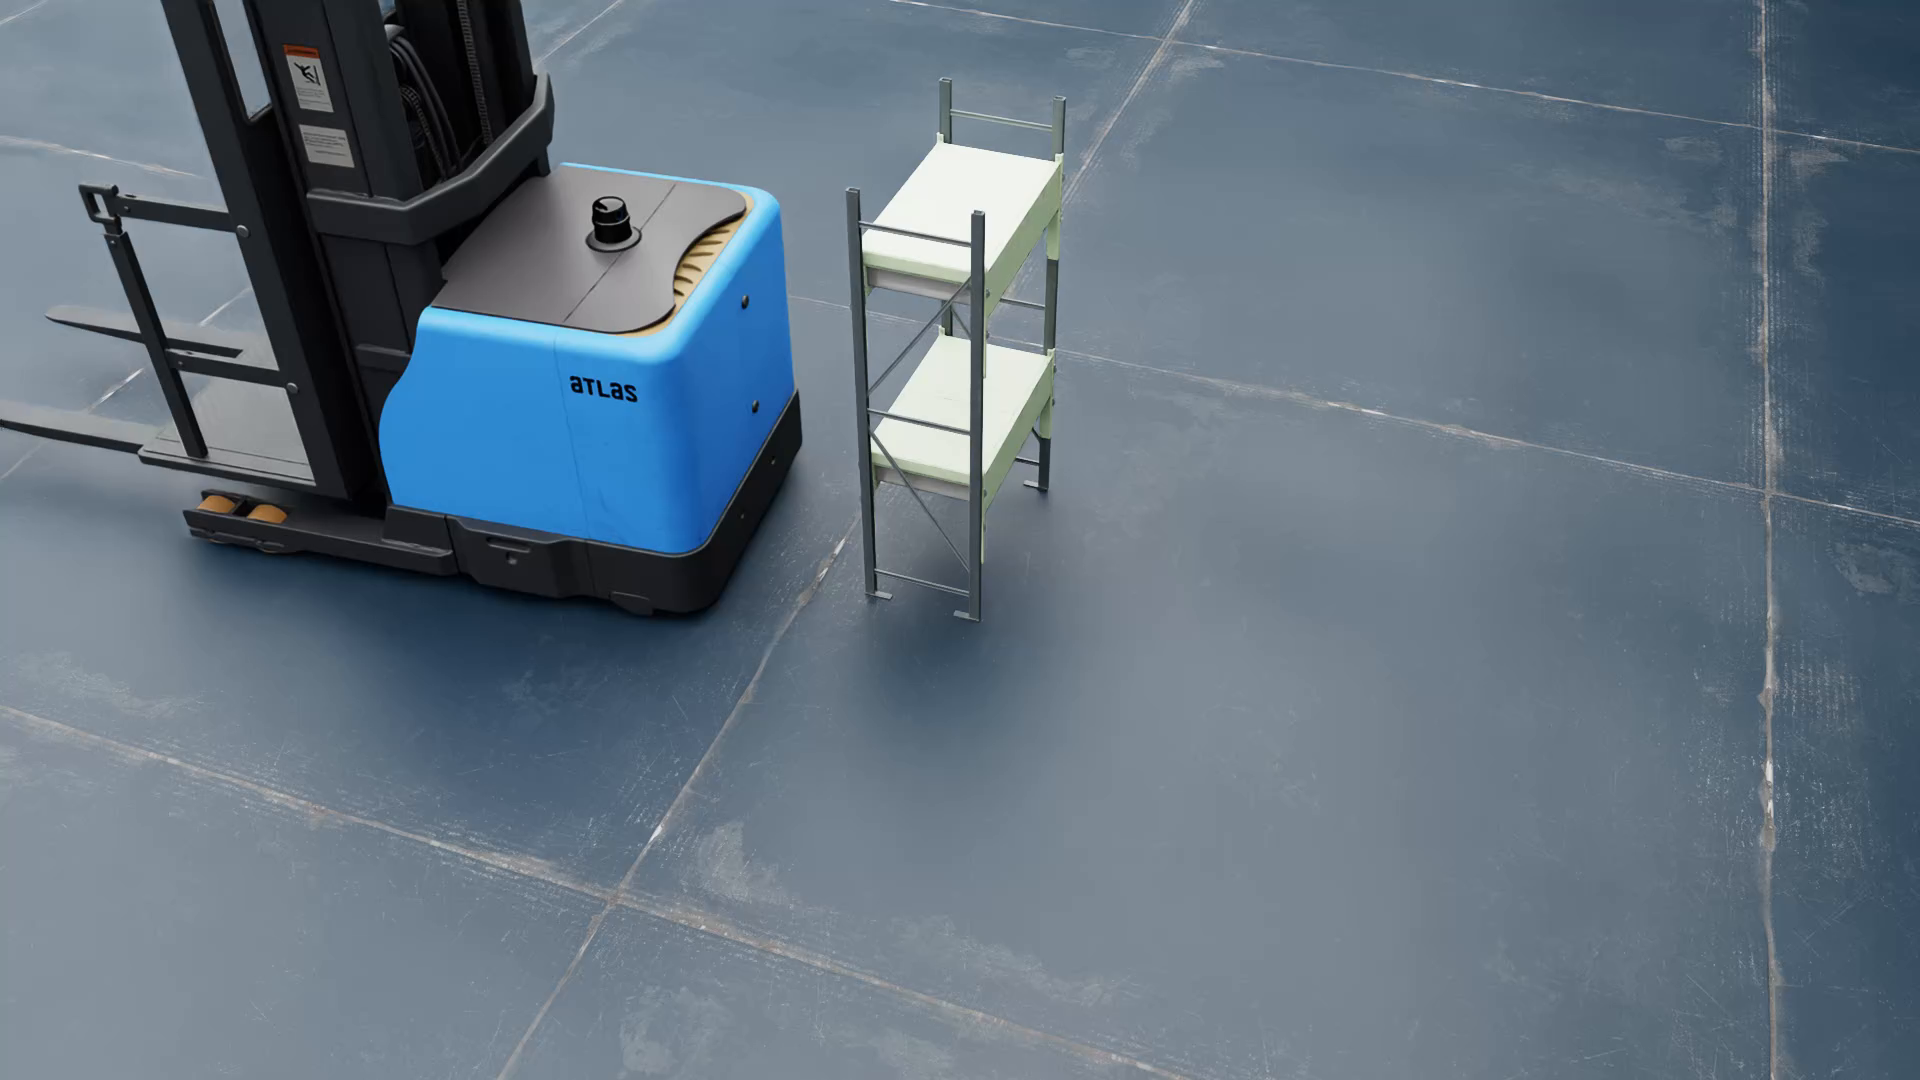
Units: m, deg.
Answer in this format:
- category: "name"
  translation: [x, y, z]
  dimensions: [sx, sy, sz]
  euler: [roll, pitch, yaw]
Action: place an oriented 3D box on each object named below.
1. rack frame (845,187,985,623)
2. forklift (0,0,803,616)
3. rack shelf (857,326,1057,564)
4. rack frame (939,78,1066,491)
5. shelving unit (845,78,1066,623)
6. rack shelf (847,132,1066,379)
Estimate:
- category: "rack frame"
  translation: [-0.123, -0.351, 5.006]
  dimensions: [0.400, 1.500, 0.023]
  euler: [13, 42, 15]
- category: "forklift"
  translation: [-2.149, -1.390, 5.121]
  dimensions: [3.031, 2.935, 1.130]
  euler: [10, 41, 11]
- category: "rack shelf"
  translation: [0.002, -0.327, 5.480]
  dimensions: [0.431, 0.370, 0.720]
  euler: [13, 42, 15]
- category: "rack frame"
  translation: [0.127, -0.798, 5.530]
  dimensions: [0.400, 1.500, 0.023]
  euler: [13, 42, 15]
- category: "shelving unit"
  translation: [0.002, -0.575, 5.268]
  dimensions: [0.431, 1.500, 0.755]
  euler: [13, 42, 15]
- category: "rack shelf"
  translation: [0.002, -0.872, 5.015]
  dimensions: [0.431, 0.370, 0.720]
  euler: [13, 42, 15]
